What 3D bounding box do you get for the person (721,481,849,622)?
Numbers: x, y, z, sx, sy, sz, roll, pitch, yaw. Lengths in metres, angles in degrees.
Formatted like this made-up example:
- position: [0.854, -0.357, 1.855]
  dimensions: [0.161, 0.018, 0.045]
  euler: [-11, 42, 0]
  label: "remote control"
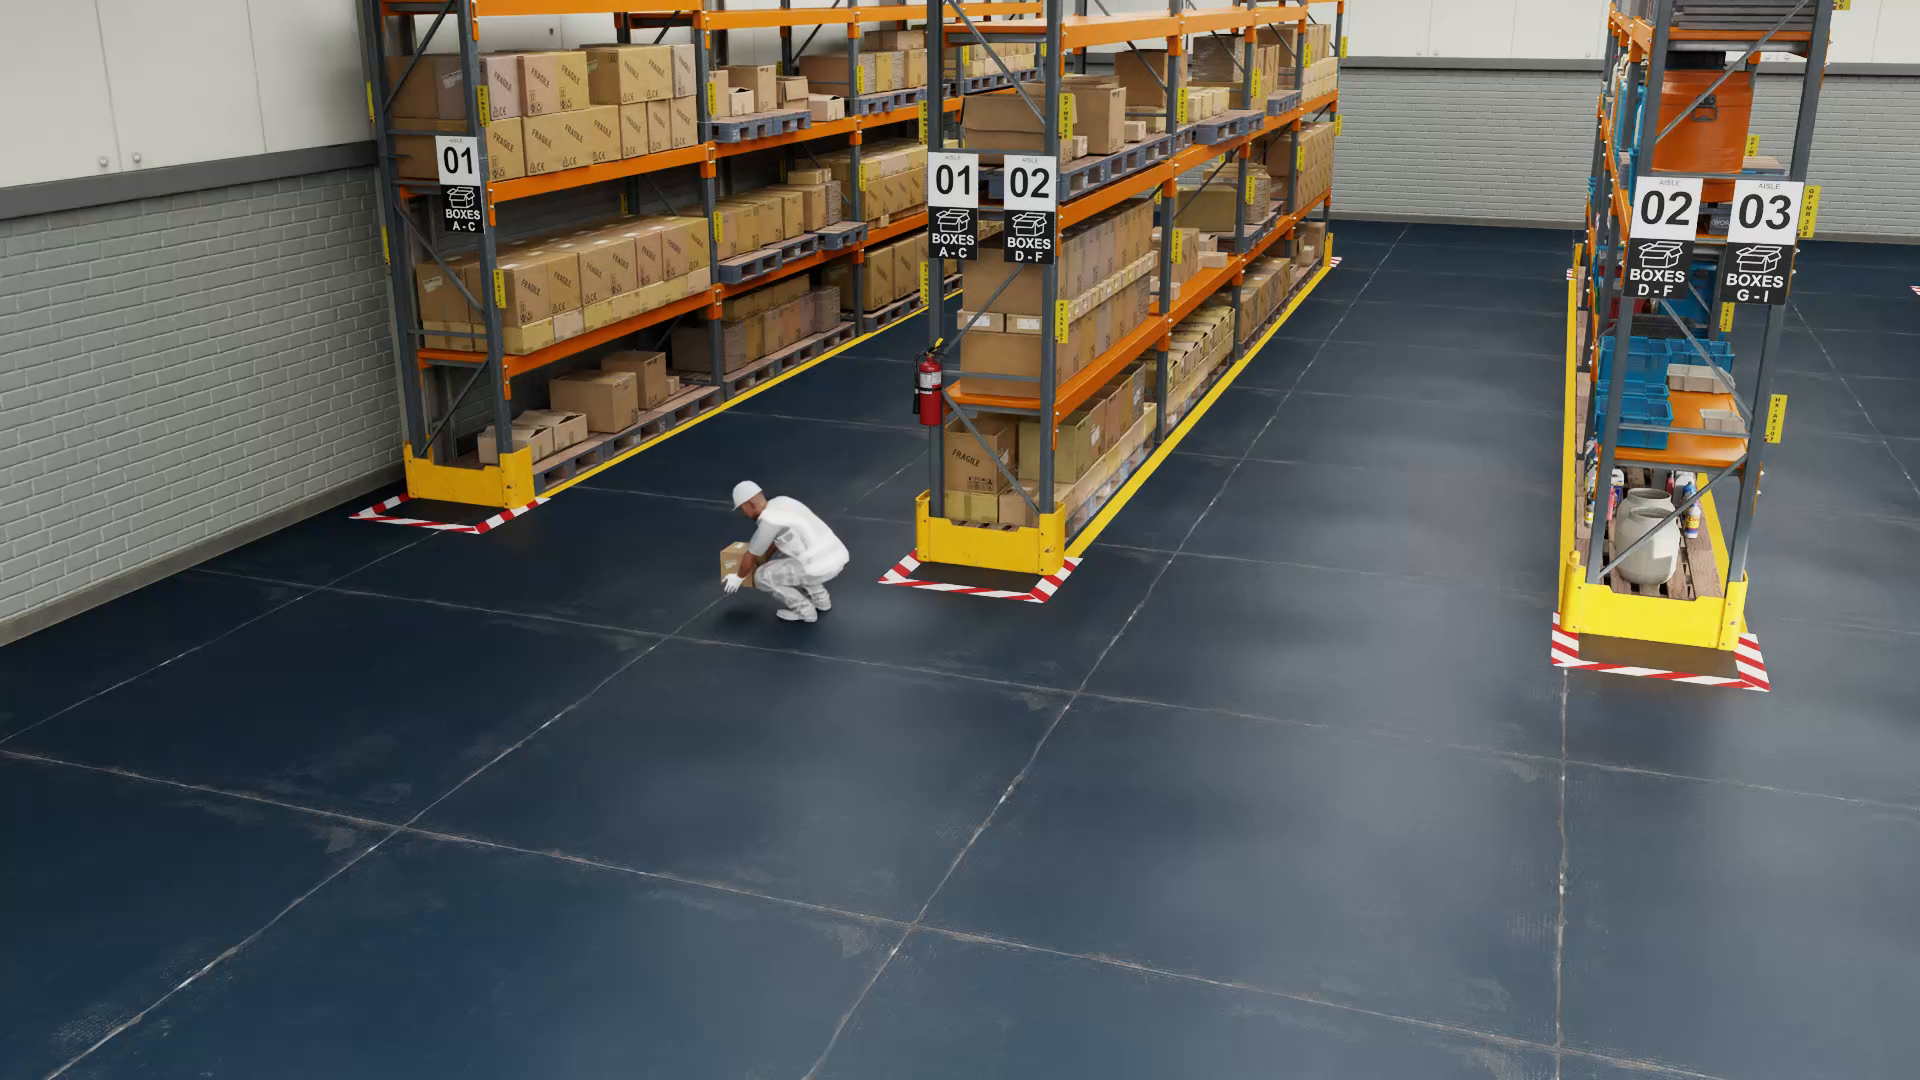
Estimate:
- position: [-1.278, 0.062, 12.105]
  dimensions: [0.899, 0.993, 0.567]
  euler: [6, 19, 18]
  label: "person"
